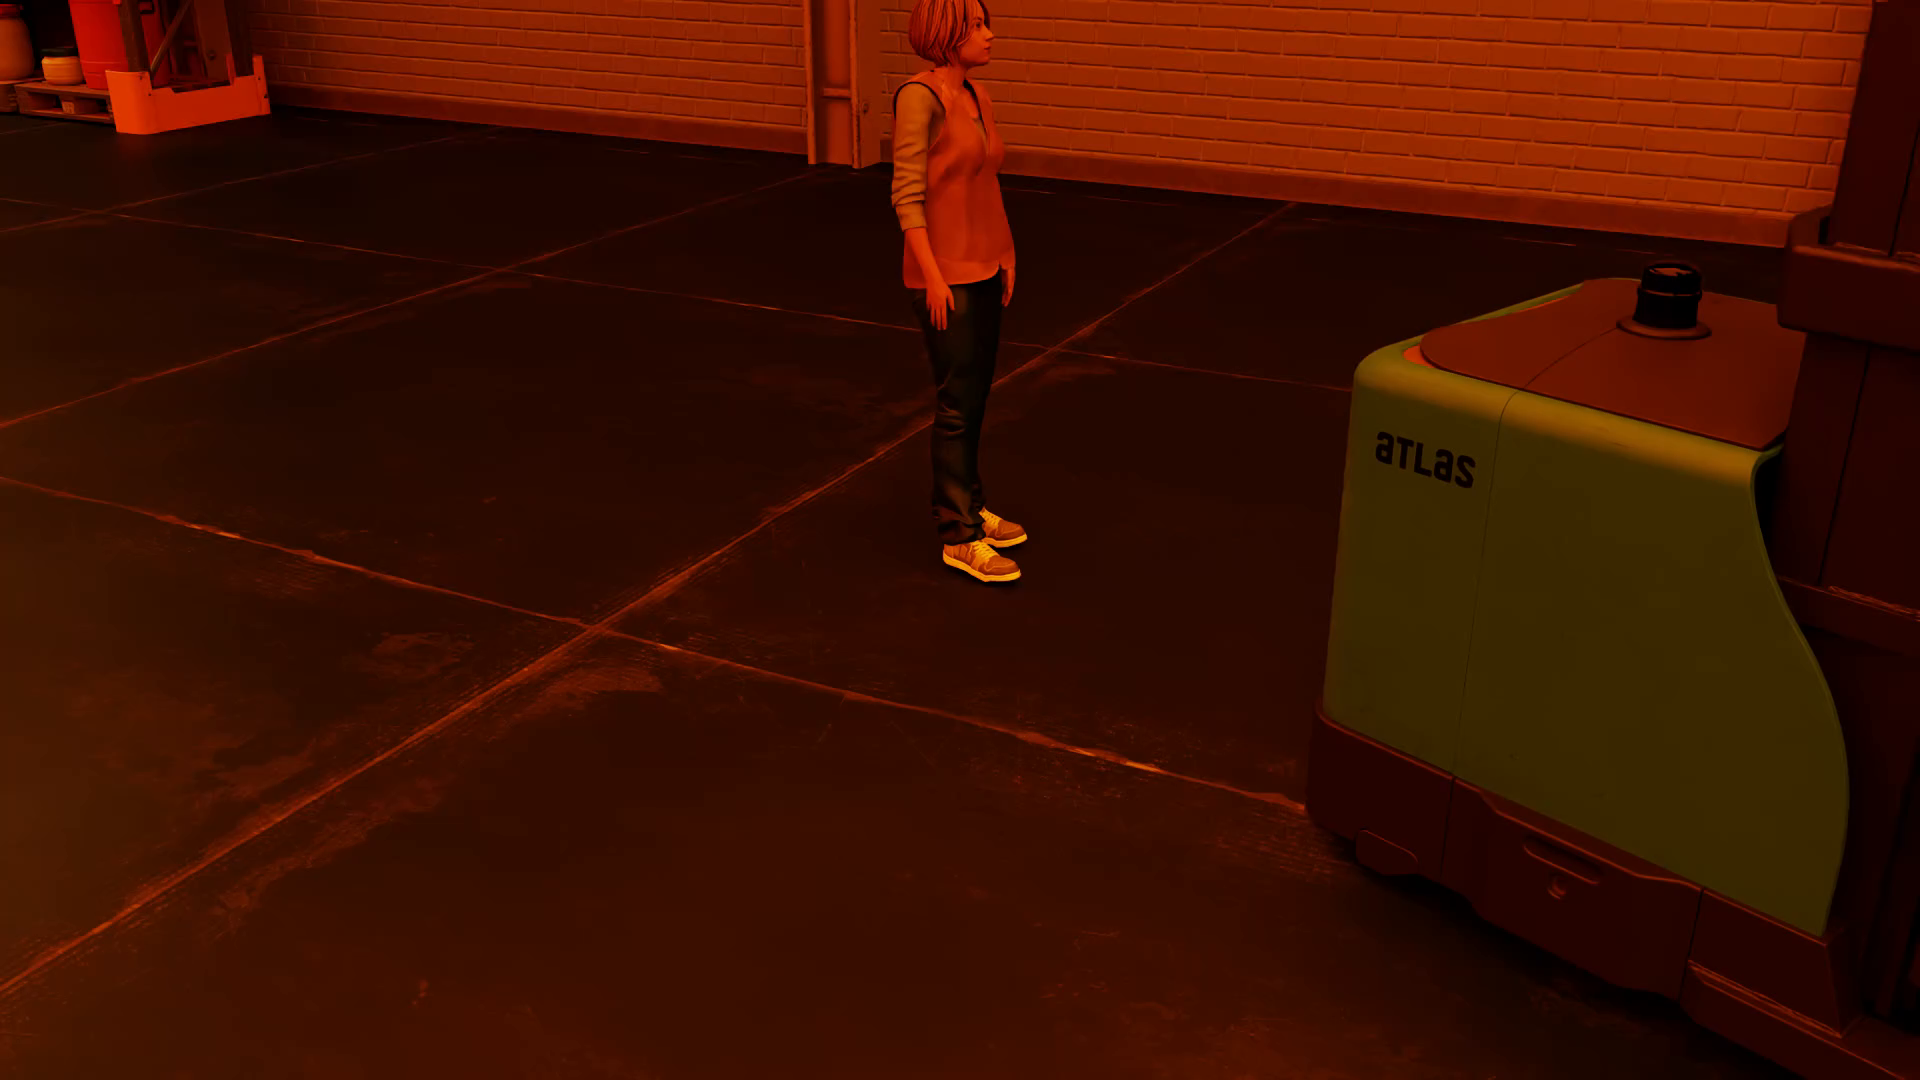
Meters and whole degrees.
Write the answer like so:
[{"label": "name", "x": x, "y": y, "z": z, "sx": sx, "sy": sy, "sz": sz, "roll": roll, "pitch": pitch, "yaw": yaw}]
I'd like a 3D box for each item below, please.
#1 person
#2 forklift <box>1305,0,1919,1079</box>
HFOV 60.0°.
[{"label": "person", "x": -0.025, "y": -1.059, "z": 4.627, "sx": 0.258, "sy": 0.918, "sz": 0.502, "roll": 11, "pitch": 25, "yaw": 25}, {"label": "forklift", "x": 2.093, "y": -0.412, "z": 2.279, "sx": 1.130, "sy": 2.935, "sz": 3.031, "roll": -19, "pitch": 30, "yaw": -38}]
